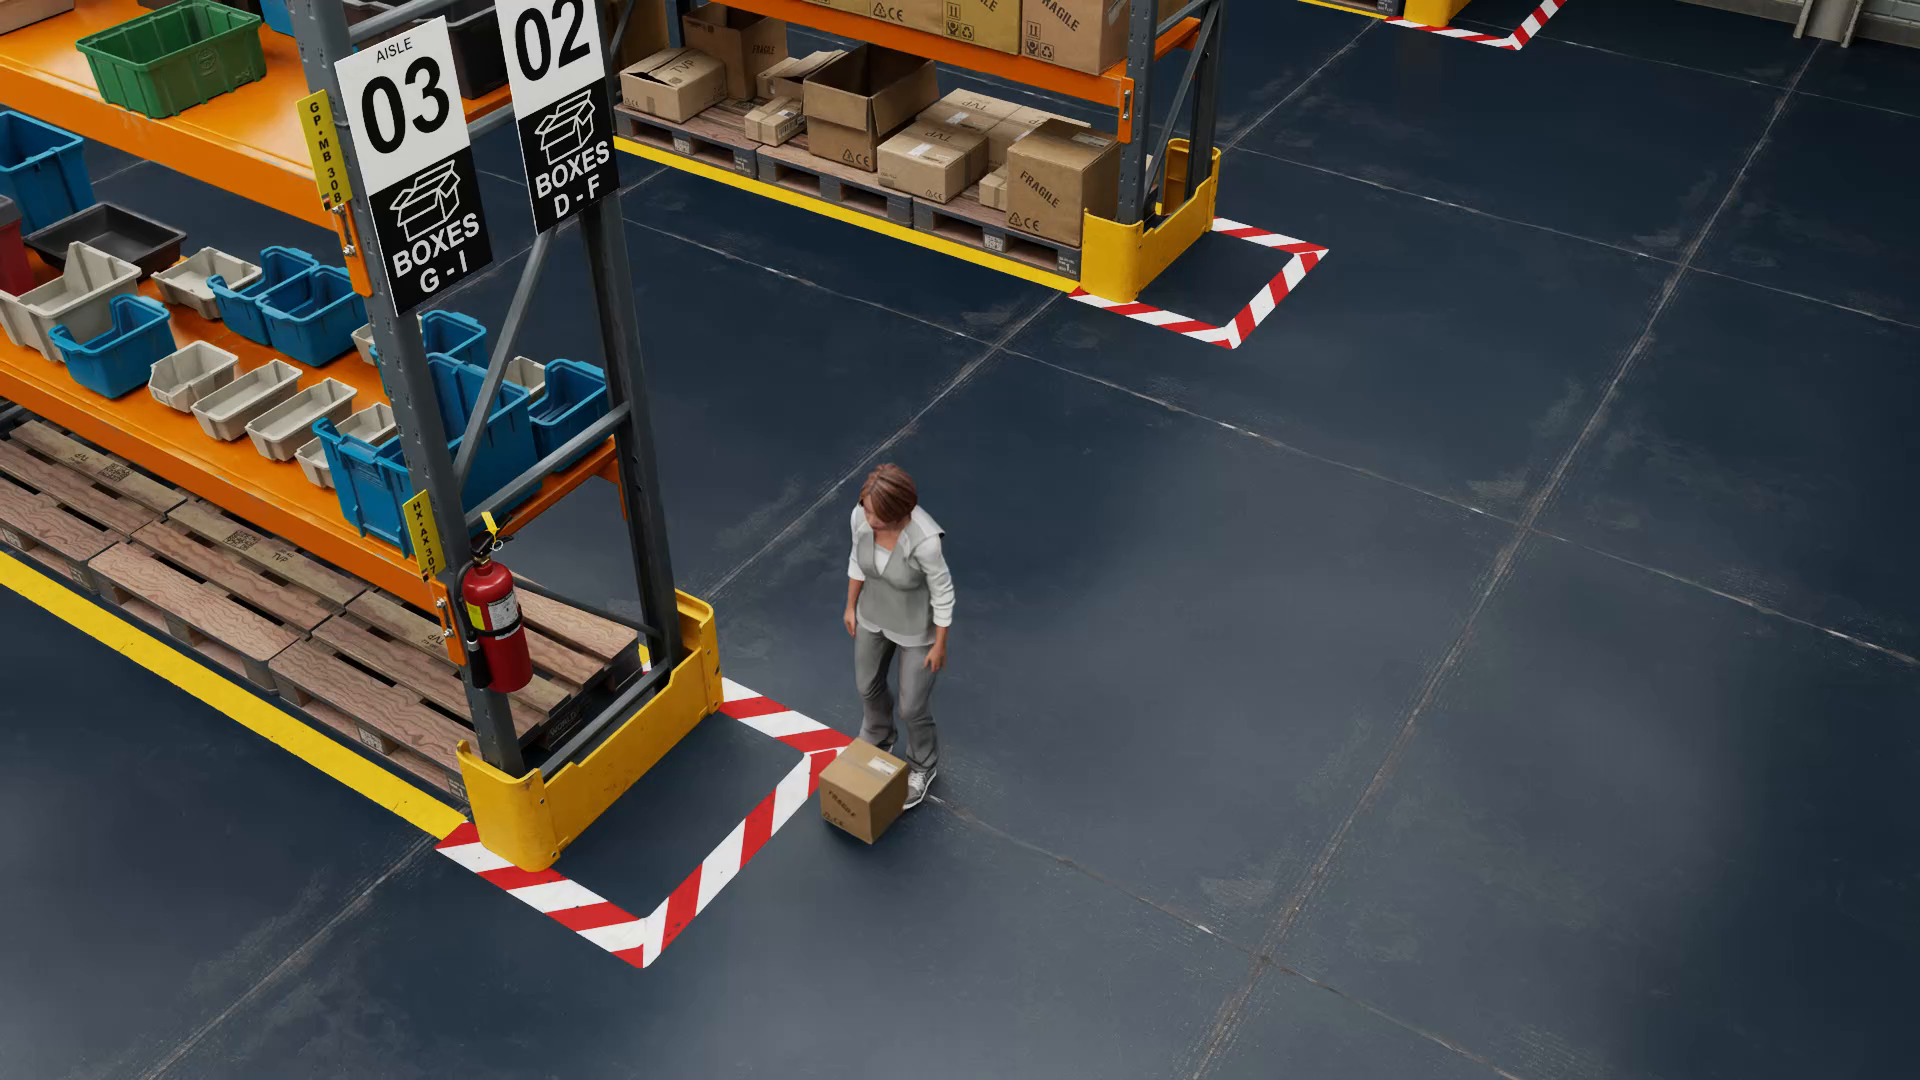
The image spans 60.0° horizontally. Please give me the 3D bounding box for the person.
[{"bbox_3d":[-0.250,0.341,6.267,0.461,1.590,0.319,23,44,26],"label":"person"}]
